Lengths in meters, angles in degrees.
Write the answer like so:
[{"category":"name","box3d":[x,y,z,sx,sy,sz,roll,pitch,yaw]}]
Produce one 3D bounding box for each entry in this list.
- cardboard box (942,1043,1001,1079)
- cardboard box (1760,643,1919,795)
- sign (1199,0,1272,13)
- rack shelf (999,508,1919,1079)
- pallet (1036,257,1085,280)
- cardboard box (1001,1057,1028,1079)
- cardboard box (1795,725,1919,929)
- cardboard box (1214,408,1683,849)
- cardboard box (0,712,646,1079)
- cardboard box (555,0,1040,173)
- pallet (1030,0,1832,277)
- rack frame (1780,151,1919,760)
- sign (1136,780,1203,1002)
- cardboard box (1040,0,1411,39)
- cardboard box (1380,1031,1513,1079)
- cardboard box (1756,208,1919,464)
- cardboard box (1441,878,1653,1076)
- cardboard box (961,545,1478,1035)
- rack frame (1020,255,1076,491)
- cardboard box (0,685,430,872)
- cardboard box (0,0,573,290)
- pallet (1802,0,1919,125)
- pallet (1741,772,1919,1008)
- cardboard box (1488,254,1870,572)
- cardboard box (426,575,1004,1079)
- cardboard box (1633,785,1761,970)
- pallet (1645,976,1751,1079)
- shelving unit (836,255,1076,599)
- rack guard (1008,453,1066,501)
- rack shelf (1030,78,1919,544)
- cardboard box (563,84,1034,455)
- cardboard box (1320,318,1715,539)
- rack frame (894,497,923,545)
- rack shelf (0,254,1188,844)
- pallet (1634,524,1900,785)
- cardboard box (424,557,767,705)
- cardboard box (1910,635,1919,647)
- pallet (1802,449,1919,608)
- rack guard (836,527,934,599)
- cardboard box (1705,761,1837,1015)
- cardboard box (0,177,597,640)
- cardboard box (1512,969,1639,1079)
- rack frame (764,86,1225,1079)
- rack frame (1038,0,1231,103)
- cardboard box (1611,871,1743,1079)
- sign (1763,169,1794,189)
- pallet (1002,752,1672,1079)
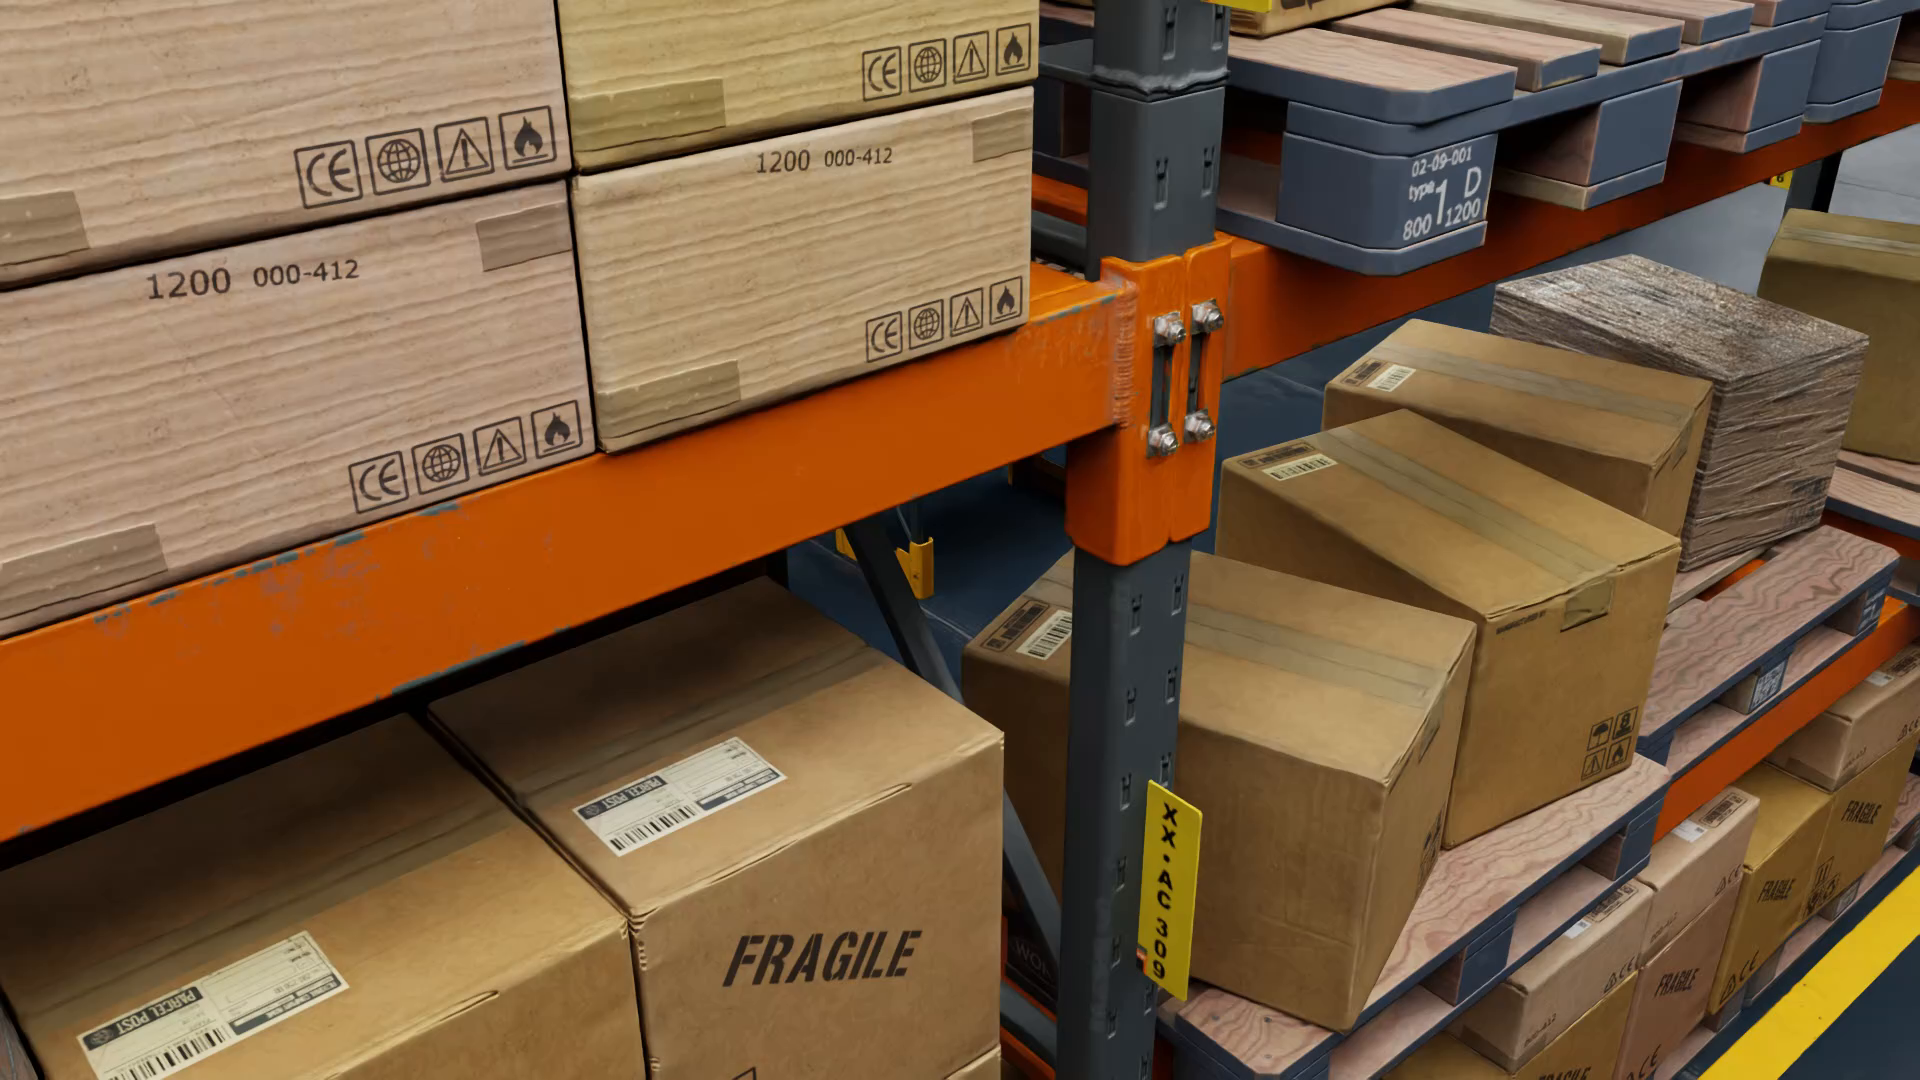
[{"category":"cardboard box","box3d":[-0.293,0.868,2.337,0.500,0.500,0.500,-21,35,-34]},{"category":"cardboard box","box3d":[2.365,0.410,4.689,0.500,0.250,0.500,-20,34,-33]},{"category":"sign","box3d":[0.279,-0.691,1.630,0.005,0.325,0.100,-22,35,-35]},{"category":"rack shelf","box3d":[1.443,0.373,4.133,4.000,0.370,1.077,-22,35,-35]},{"category":"pallet","box3d":[0.366,-1.327,9.509,1.213,0.211,1.003,-22,35,-35]},{"category":"cardboard box","box3d":[0.110,1.322,3.779,0.500,0.500,0.500,-22,35,-35]},{"category":"cardboard box","box3d":[2.405,0.722,4.901,0.500,0.500,0.500,-20,34,-33]},{"category":"cardboard box","box3d":[0.909,0.140,3.254,0.500,0.500,0.700,-16,32,-27]},{"category":"cardboard box","box3d":[-0.684,0.587,1.801,0.500,0.500,0.500,-23,36,-36]},{"category":"cardboard box","box3d":[-0.273,-0.564,1.569,0.500,0.250,0.500,-22,35,-35]},{"category":"pallet","box3d":[0.463,-0.747,2.482,1.003,0.211,1.213,-22,35,-35]},{"category":"rack frame","box3d":[2.964,-0.556,5.109,0.127,3.000,1.000,-22,35,-35]},{"category":"sign","box3d":[0.279,0.478,2.255,0.005,0.325,0.100,-22,35,-35]},{"category":"cardboard box","box3d":[0.352,-1.057,2.205,0.600,0.600,0.600,25,37,38]},{"category":"cardboard box","box3d":[0.846,1.348,3.730,0.500,0.500,0.500,-21,35,-34]},{"category":"cardboard box","box3d":[2.558,-0.553,4.550,0.700,0.500,0.500,15,32,26]},{"category":"cardboard box","box3d":[1.208,0.878,3.813,0.500,0.250,0.500,-22,35,-35]},{"category":"cardboard box","box3d":[0.427,0.373,2.817,0.700,0.500,0.500,15,32,26]},{"category":"rack frame","box3d":[0.452,-0.843,7.236,0.032,1.500,0.500,-22,35,-35]},{"category":"cardboard box","box3d":[-1.012,0.384,2.183,0.500,0.500,0.500,-23,36,-36]},{"category":"cardboard box","box3d":[-0.655,-0.412,1.285,0.500,0.250,0.500,-22,35,-35]},{"category":"pallet","box3d":[1.250,-1.065,3.078,1.003,0.211,1.213,-22,35,-35]},{"category":"pallet","box3d":[2.372,0.888,5.364,1.213,0.211,1.003,-22,35,-35]},{"category":"cardboard box","box3d":[1.738,-0.341,4.154,0.500,0.500,0.700,-15,32,-26]},{"category":"cardboard box","box3d":[-0.296,0.430,2.096,0.500,0.500,0.500,-22,35,-35]},{"category":"cardboard box","box3d":[1.589,0.725,4.101,0.500,0.250,0.500,-23,36,-36]},{"category":"pallet","box3d":[1.444,1.260,4.669,1.213,0.211,1.003,-22,35,-35]},{"category":"shelving unit","box3d":[0.058,-0.685,6.940,1.083,1.500,0.587,-22,35,-35]},{"category":"rack guard","box3d":[0.437,-0.286,7.520,0.087,0.250,0.587,-22,35,-35]},{"category":"rack shelf","box3d":[1.443,-0.950,3.426,4.000,0.370,1.077,-22,35,-35]},{"category":"cardboard box","box3d":[-0.276,-0.345,1.690,0.500,0.250,0.500,-22,35,-35]},{"category":"cardboard box","box3d":[1.225,-0.125,3.749,0.700,0.500,0.500,18,33,30]},{"category":"rack frame","box3d":[-0.322,-0.532,6.654,0.032,1.500,0.500,-22,35,-35]},{"category":"rack shelf","box3d":[-1.600,0.274,1.136,4.000,0.370,1.077,-22,35,-35]},{"category":"pallet","box3d":[1.488,0.125,4.037,1.213,0.211,1.003,-22,35,-35]},{"category":"cardboard box","box3d":[-0.620,0.226,2.479,0.500,0.500,0.500,-21,34,-34]},{"category":"cardboard box","box3d":[3.553,0.416,5.760,0.500,0.250,0.500,-22,35,-35]},{"category":"pallet","box3d":[2.494,-0.239,4.719,1.003,0.211,1.213,-22,35,-35]},{"category":"rack guard","box3d":[-0.321,0.019,6.950,0.087,0.250,0.587,-22,35,-35]},{"category":"cardboard box","box3d":[2.011,0.881,4.605,0.500,0.500,0.500,-23,36,-37]},{"category":"cardboard box","box3d":[-0.663,-0.196,1.411,0.500,0.250,0.500,-22,35,-35]},{"category":"cardboard box","box3d":[1.231,1.198,4.011,0.500,0.500,0.500,-21,35,-34]},{"category":"rack frame","box3d":[-0.079,0.667,2.819,0.127,3.000,1.000,-22,35,-35]},{"category":"rack frame","box3d":[-0.079,-1.979,1.405,0.127,3.000,1.000,-22,35,-35]},{"category":"cardboard box","box3d":[1.616,1.043,4.301,0.500,0.500,0.500,-23,36,-37]},{"category":"sign","box3d":[2.601,-1.265,5.206,0.005,0.325,0.100,-22,35,-35]},{"category":"pallet","box3d":[0.600,0.547,3.248,1.213,0.211,1.003,-22,35,-35]}]
